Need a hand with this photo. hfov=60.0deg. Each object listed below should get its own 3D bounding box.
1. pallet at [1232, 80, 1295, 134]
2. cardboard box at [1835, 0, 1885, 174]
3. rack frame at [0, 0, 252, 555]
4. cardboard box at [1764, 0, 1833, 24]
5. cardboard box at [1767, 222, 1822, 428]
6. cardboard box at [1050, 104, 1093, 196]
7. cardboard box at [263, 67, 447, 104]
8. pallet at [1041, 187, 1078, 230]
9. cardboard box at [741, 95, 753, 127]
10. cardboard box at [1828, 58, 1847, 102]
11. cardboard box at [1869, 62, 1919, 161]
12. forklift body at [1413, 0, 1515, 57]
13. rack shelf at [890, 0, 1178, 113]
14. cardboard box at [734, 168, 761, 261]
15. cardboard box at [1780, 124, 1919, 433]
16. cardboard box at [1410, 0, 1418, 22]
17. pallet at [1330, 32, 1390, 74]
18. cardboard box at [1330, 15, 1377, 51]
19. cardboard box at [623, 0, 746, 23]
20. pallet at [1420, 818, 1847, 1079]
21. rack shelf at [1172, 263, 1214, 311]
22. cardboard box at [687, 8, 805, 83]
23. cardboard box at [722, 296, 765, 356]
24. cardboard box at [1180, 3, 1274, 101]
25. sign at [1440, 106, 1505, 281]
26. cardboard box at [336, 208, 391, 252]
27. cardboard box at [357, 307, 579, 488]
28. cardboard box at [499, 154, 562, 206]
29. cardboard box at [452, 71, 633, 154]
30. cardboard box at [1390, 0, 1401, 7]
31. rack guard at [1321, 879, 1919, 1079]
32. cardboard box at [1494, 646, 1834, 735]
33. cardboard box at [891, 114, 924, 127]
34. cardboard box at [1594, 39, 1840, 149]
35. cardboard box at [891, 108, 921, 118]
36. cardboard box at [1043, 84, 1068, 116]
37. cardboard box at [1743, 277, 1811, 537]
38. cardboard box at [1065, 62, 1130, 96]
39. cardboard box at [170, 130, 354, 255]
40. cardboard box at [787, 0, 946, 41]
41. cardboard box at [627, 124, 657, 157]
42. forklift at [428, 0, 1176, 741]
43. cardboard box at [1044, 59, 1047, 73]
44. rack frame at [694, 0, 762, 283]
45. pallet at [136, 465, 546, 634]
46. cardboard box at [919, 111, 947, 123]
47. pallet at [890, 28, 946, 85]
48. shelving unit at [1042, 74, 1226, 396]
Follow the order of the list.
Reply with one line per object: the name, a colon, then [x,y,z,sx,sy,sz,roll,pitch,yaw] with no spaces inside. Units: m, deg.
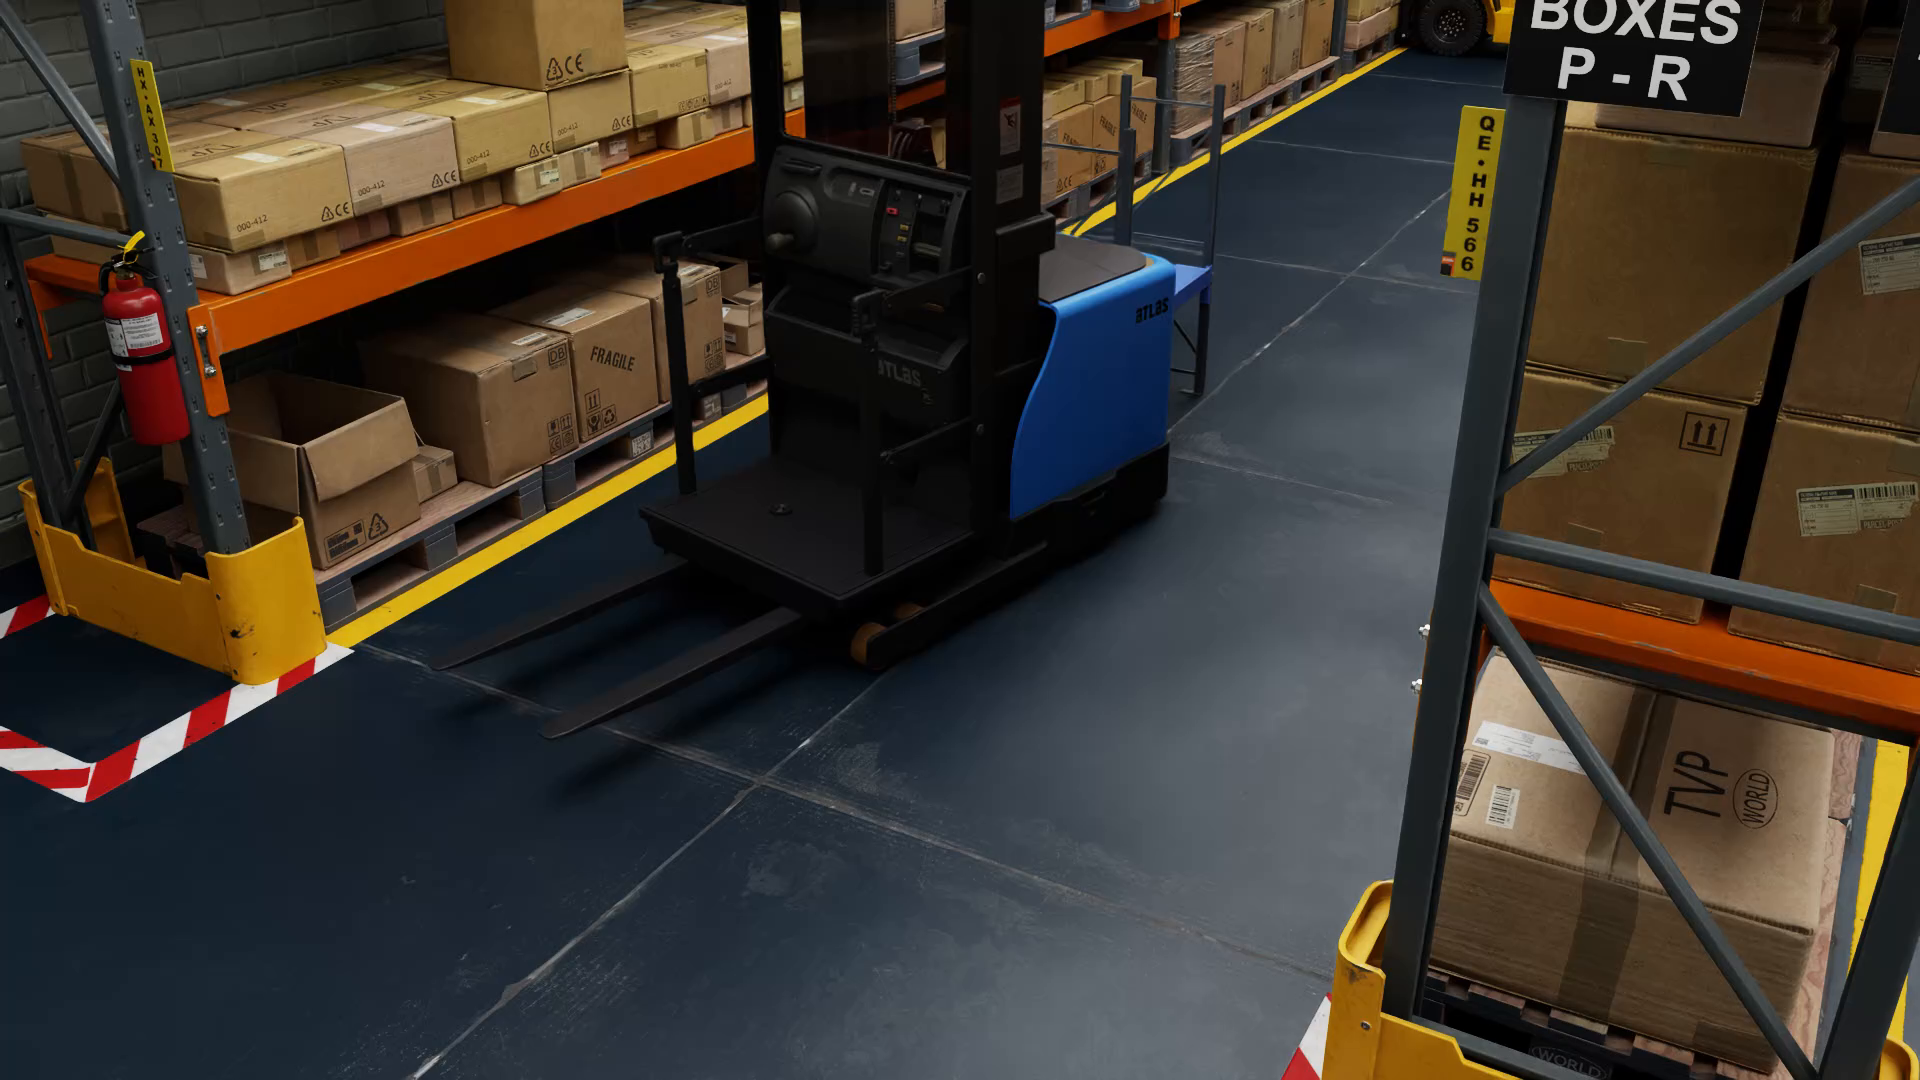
pallet: [2.096,-3.650,13.806,1.003,0.211,1.213,14,30,26]
cardboard box: [2.450,-1.428,5.023,0.500,0.500,0.500,15,30,27]
rack frame: [-2.880,-0.994,5.384,1.000,3.000,0.127,14,30,26]
cardboard box: [1.763,-1.180,3.804,0.380,0.149,0.250,15,30,27]
cardboard box: [1.955,-0.588,4.462,0.500,0.500,0.500,15,30,28]
cardboard box: [0.524,-2.572,10.860,0.500,0.500,0.500,16,31,28]
cardboard box: [-2.382,-1.690,6.610,0.500,0.250,0.500,15,30,28]
pallet: [0.054,-2.108,10.726,1.003,0.211,1.213,14,30,26]
cardboard box: [-1.065,-2.047,7.770,0.380,0.149,0.250,15,30,27]
cardboard box: [1.705,-0.844,3.857,0.500,0.500,0.500,14,30,26]
cardboard box: [1.859,-0.761,2.967,0.380,0.149,0.250,15,30,27]
forklift body: [5.646,-5.709,15.752,2.313,2.155,1.214,14,30,26]
rack shelf: [0.072,-3.010,10.216,1.077,0.370,4.000,14,30,26]
cardboard box: [-0.928,-1.879,9.476,0.500,0.500,0.500,14,30,26]
cardboard box: [1.927,-0.518,3.206,0.500,0.500,0.500,13,30,25]
cardboard box: [4.292,-5.343,16.675,0.500,0.250,0.500,15,30,28]
pallet: [3.451,-4.724,15.951,1.003,0.211,1.213,14,30,26]
cardboard box: [3.549,-4.744,15.479,0.500,0.250,0.500,15,30,27]
cardboard box: [-1.391,-2.485,8.198,0.500,0.250,0.500,14,30,26]
pallet: [1.769,1.016,4.485,1.003,0.211,1.213,14,30,26]
rack shelf: [0.731,-1.076,7.626,0.538,0.185,1.000,14,30,25]
cardboard box: [-0.950,-2.366,7.961,0.500,0.250,0.500,15,30,27]
cardboard box: [-1.106,-1.097,8.175,0.396,0.266,0.258,15,30,28]
cardboard box: [2.020,-3.996,13.566,0.875,0.625,0.625,13,29,24]
sign: [0.978,-0.651,3.141,0.100,0.325,0.005,14,30,26]
cardboard box: [-2.296,-1.168,6.014,0.380,0.149,0.250,14,30,25]
cardboard box: [-2.042,-0.606,6.932,0.700,0.500,0.500,16,31,28]
cardboard box: [-1.802,-1.440,6.557,0.380,0.149,0.250,13,30,25]
cardboard box: [-1.695,-1.776,6.782,0.500,0.250,0.500,13,30,25]
cardboard box: [4.033,-5.363,16.156,0.500,0.250,0.500,14,30,26]
rack guard: [1.432,1.225,3.744,1.175,0.500,0.348,14,30,26]
cardboard box: [2.124,0.418,4.957,0.875,0.438,0.875,15,30,27]
cardboard box: [-0.418,-2.239,9.138,0.380,0.149,0.250,13,29,24]
cardboard box: [1.446,-0.868,3.180,0.380,0.149,0.250,15,30,27]
cardboard box: [-0.460,-2.521,10.034,0.380,0.149,0.250,15,30,27]
cardboard box: [0.466,-2.827,10.645,0.380,0.149,0.250,14,30,25]
cardboard box: [2.154,-0.274,3.834,0.500,0.500,0.500,14,30,25]
cardboard box: [0.926,-3.110,11.211,0.380,0.149,0.250,13,29,23]
cardboard box: [-2.422,-1.177,5.586,0.500,0.250,0.500,14,30,26]
cardboard box: [-0.480,-2.924,8.660,0.700,0.500,0.500,15,30,27]
cardboard box: [-1.543,-1.769,7.215,0.380,0.149,0.250,15,30,27]
forklift: [-0.487,-1.110,5.694,1.130,2.935,3.031,22,34,37]
cardboard box: [0.374,-3.239,11.469,0.380,0.149,0.250,15,30,28]
rack frame: [-0.912,-2.553,8.498,1.000,3.000,0.127,14,30,26]
pallet: [-2.451,-0.087,6.689,1.003,0.211,1.213,14,30,26]
cardboard box: [-0.040,-2.420,9.833,0.380,0.149,0.250,14,30,26]
pallet: [-0.424,-2.754,9.115,1.003,0.211,1.213,14,30,26]
shelving unit: [0.731,-1.237,7.546,0.538,1.500,1.048,14,30,25]
